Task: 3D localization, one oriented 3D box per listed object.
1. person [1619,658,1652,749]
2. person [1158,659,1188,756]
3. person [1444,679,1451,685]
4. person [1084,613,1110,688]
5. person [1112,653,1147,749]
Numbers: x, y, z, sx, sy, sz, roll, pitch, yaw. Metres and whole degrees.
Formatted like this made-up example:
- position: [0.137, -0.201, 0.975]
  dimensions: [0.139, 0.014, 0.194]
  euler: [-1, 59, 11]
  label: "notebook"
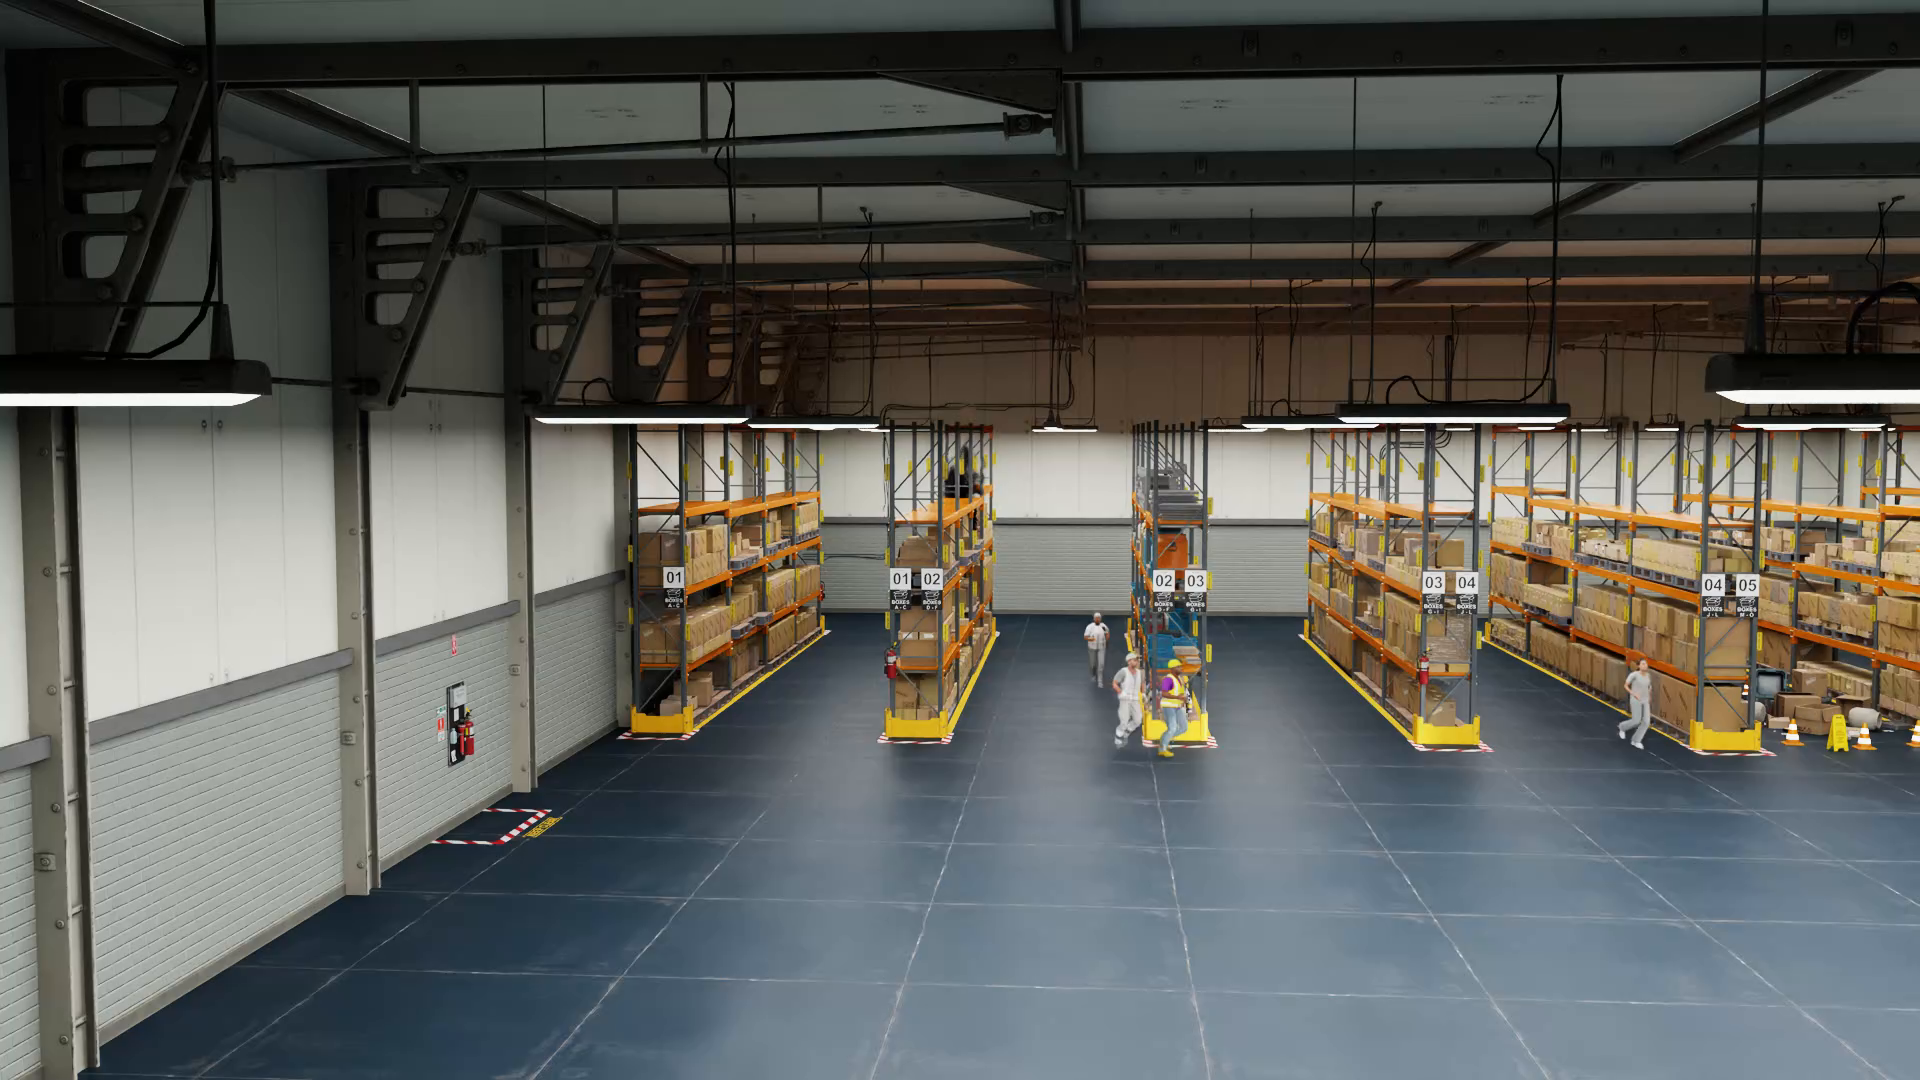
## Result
- position: [12.491, 2.988, 30.645]
  dimensions: [0.585, 1.632, 0.627]
  euler: [-1, 4, -14]
  label: "person"
- position: [3.856, 2.984, 29.676]
  dimensions: [0.593, 1.706, 0.742]
  euler: [3, 4, 36]
  label: "person"
- position: [11.257, 2.462, 38.366]
  dimensions: [0.580, 1.715, 0.755]
  euler: [1, 4, 9]
  label: "person"
- position: [3.121, 2.476, 37.794]
  dimensions: [0.612, 1.653, 0.894]
  euler: [0, 4, 0]
  label: "person"
- position: [3.125, 2.932, 30.272]
  dimensions: [0.733, 1.738, 0.512]
  euler: [-2, 4, -27]
  label: "person"
